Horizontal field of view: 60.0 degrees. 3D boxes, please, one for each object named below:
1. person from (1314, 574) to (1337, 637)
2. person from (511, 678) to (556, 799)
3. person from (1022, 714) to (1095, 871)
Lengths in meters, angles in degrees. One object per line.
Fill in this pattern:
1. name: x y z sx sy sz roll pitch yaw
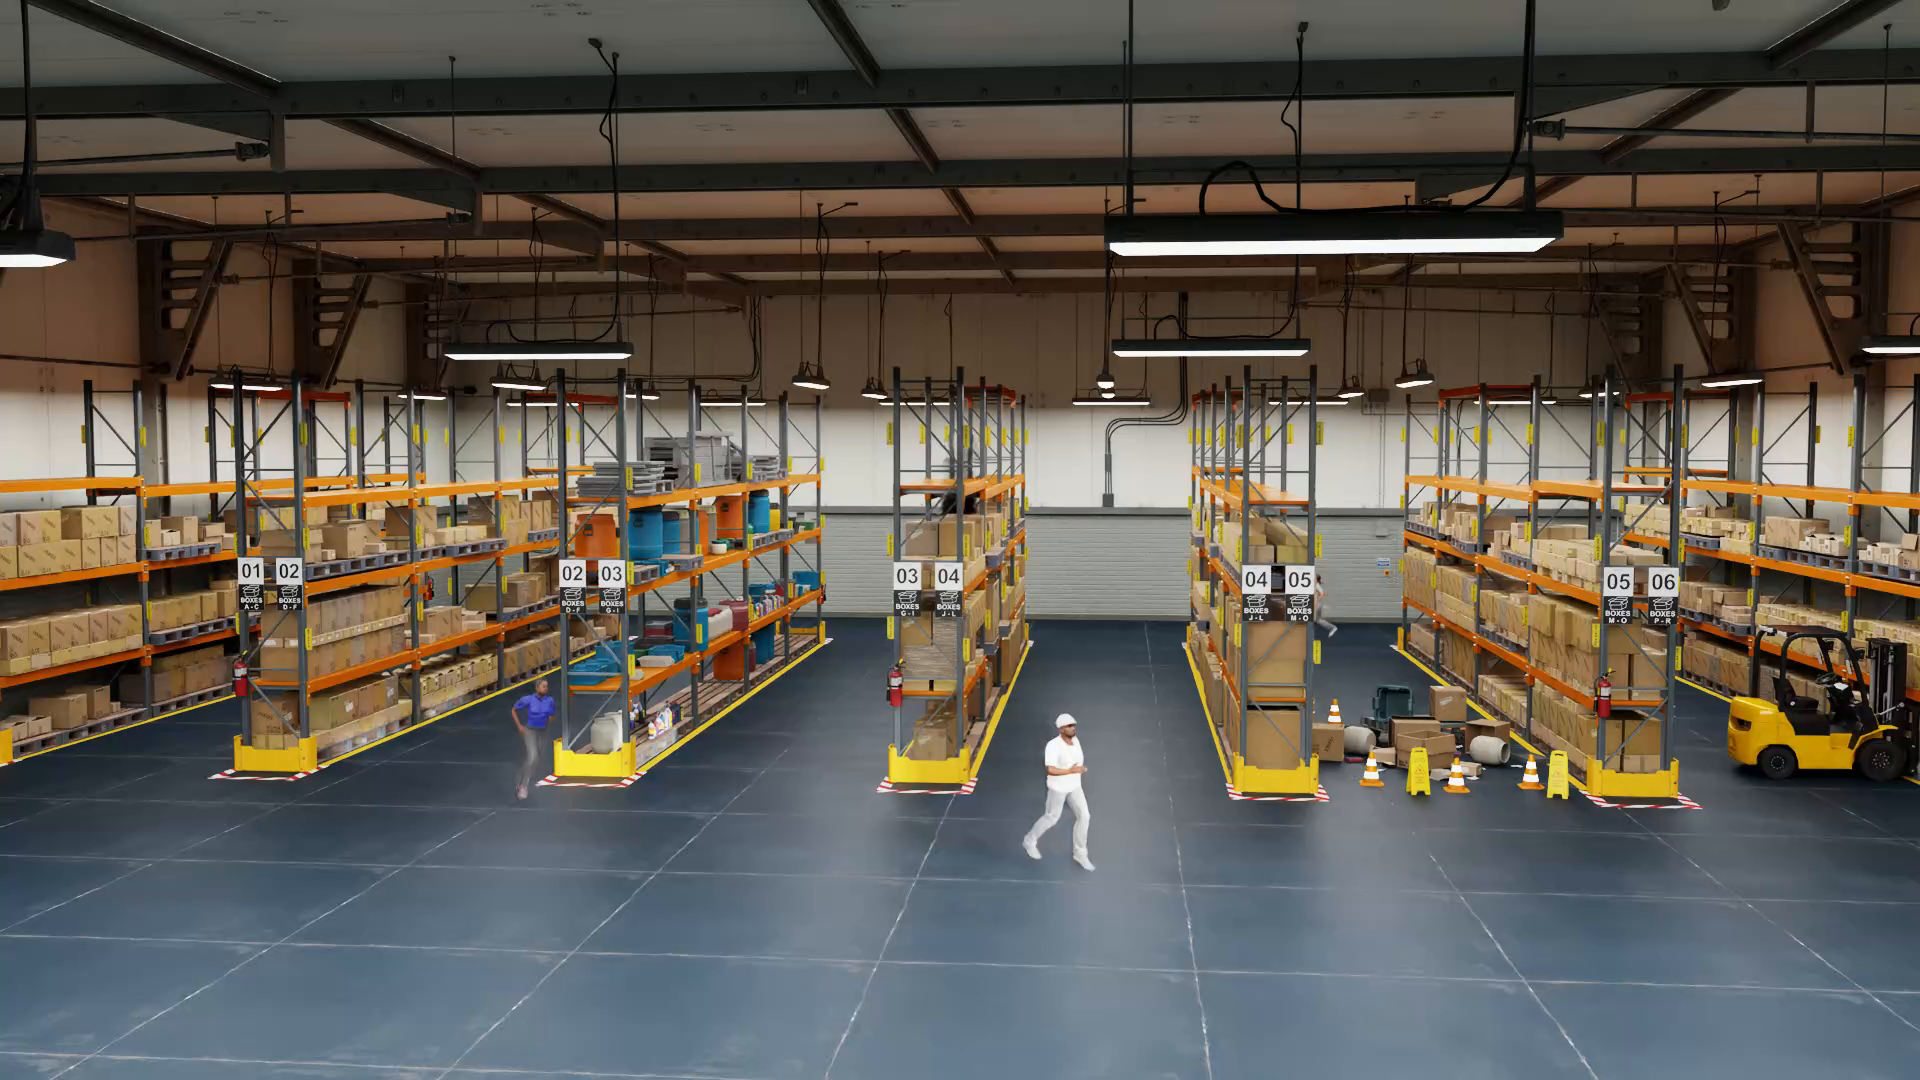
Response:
1. person: 8.759 1.661 40.554 0.917 1.672 0.577 1 4 9
2. person: -5.972 2.765 23.291 0.646 1.661 0.682 -3 5 -44
3. person: 1.176 2.914 19.416 0.913 1.811 0.710 3 5 44
